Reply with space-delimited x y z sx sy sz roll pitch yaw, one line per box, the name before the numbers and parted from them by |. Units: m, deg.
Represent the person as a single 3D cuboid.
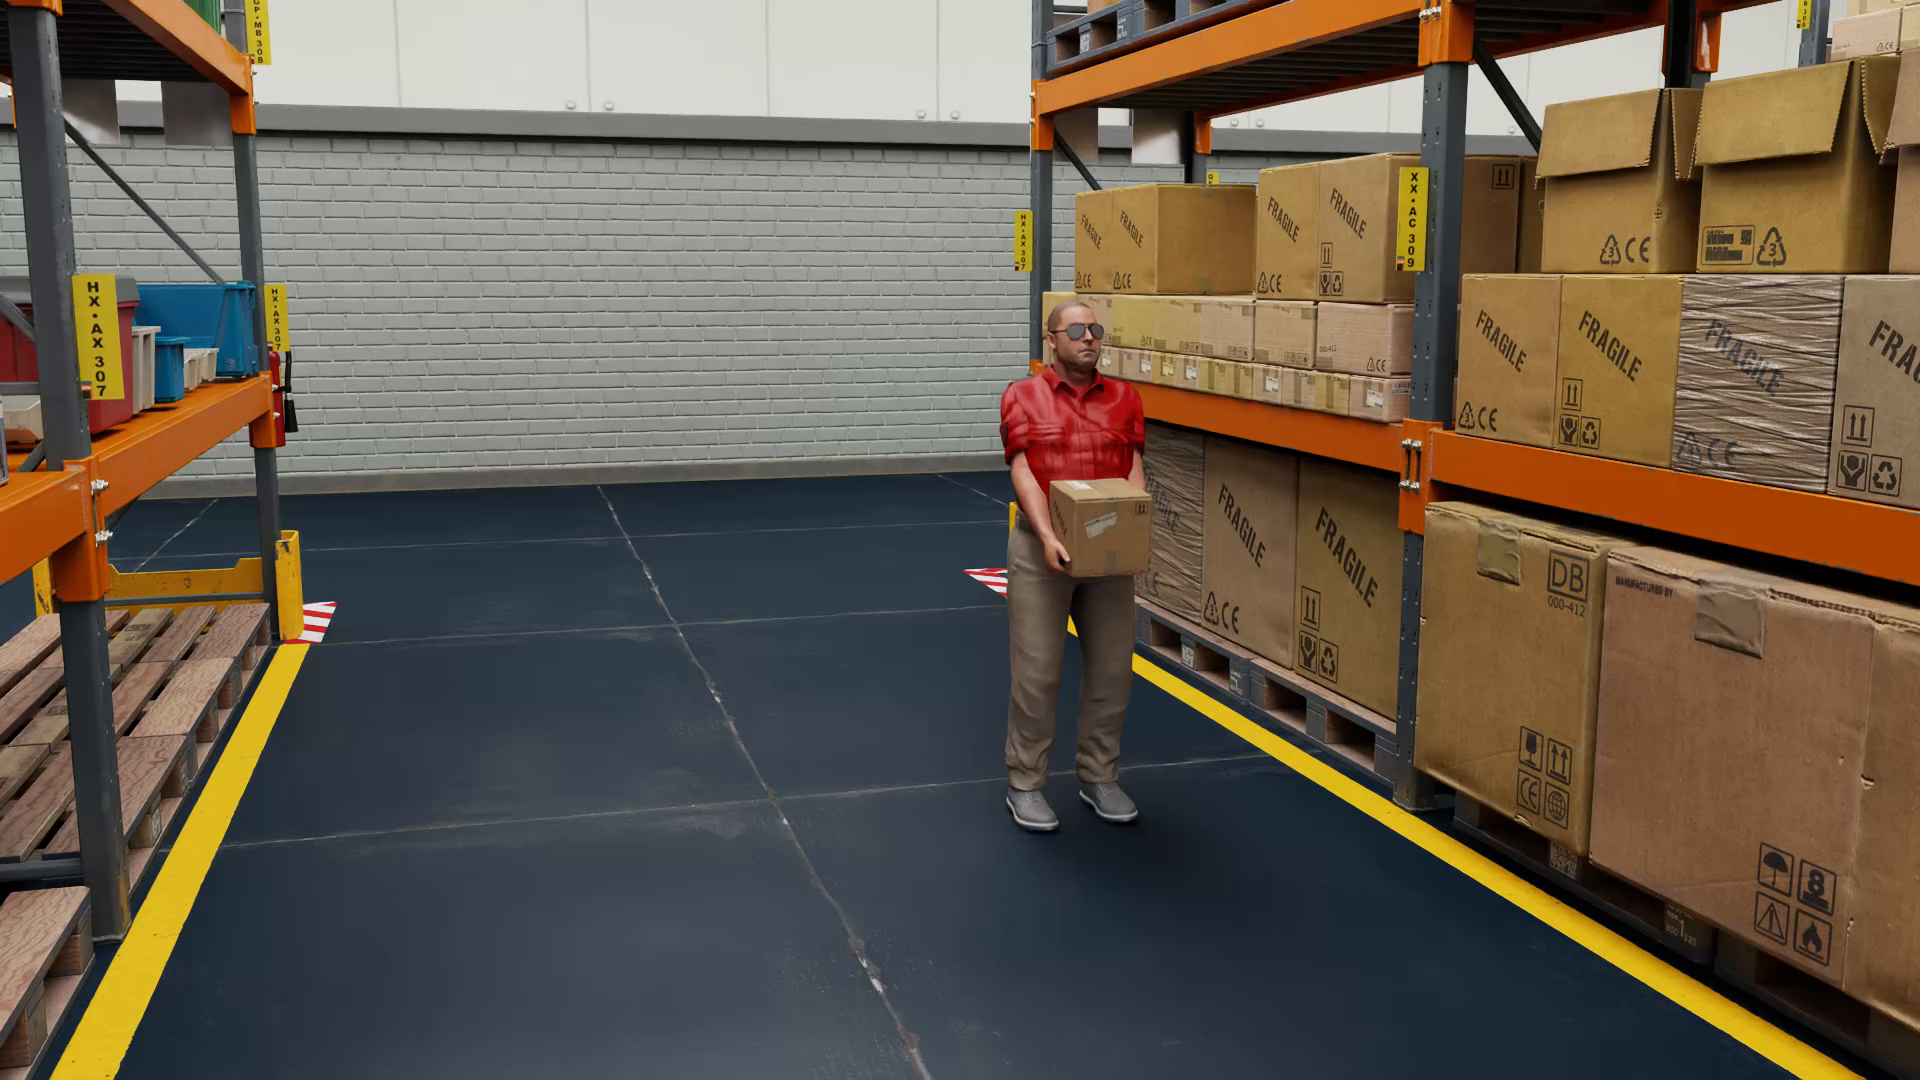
person | 0.405 0.087 5.421 0.493 1.712 0.537 -3 10 -16
